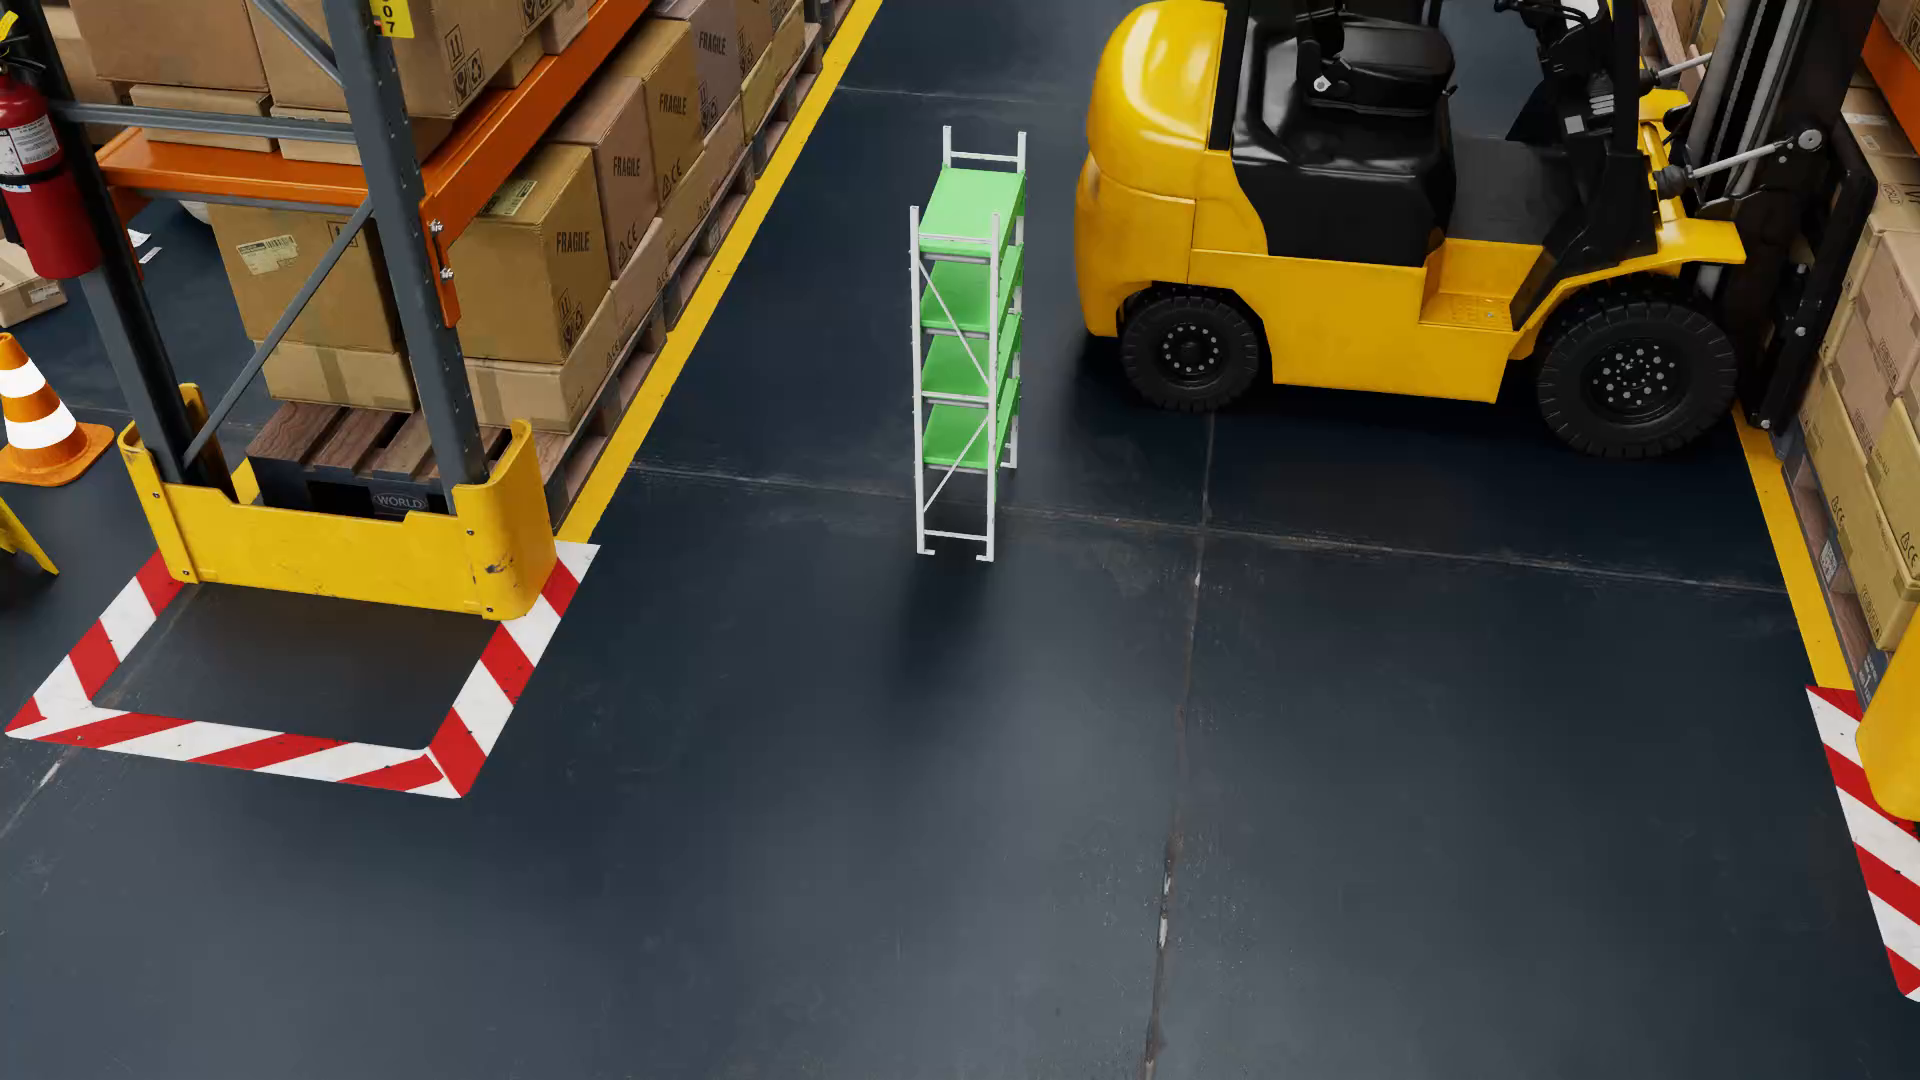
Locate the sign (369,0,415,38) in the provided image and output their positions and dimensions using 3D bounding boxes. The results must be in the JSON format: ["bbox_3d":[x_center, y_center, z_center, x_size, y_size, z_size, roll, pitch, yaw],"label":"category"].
[{"bbox_3d":[-1.326,-1.307,3.797,0.100,0.325,0.005,6,40,8],"label":"sign"}]

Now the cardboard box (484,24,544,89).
[{"bbox_3d":[-1.443,-1.444,4.840,0.380,0.149,0.250,5,40,6],"label":"cardboard box"}]

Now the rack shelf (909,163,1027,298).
[{"bbox_3d":[0.029,-0.887,4.728,0.258,0.148,0.480,6,40,8],"label":"rack shelf"}]

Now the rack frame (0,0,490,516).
[{"bbox_3d":[-1.861,-1.033,4.145,1.000,3.000,0.127,6,40,8],"label":"rack frame"}]

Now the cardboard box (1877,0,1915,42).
[{"bbox_3d":[3.119,-1.827,5.028,0.500,0.500,0.500,7,40,8],"label":"cardboard box"}]

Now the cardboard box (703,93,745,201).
[{"bbox_3d":[-1.181,-1.591,6.649,0.500,0.250,0.500,7,40,8],"label":"cardboard box"}]

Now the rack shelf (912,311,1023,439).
[{"bbox_3d":[0.029,-0.517,5.034,0.258,0.148,0.480,6,40,8],"label":"rack shelf"}]

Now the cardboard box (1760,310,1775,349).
[{"bbox_3d":[3.058,-0.872,5.779,0.500,0.250,0.500,8,40,9],"label":"cardboard box"}]

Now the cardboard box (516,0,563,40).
[{"bbox_3d":[-1.419,-1.778,4.735,0.500,0.500,0.500,8,40,9],"label":"cardboard box"}]

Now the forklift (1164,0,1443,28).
[{"bbox_3d":[1.495,-3.019,6.601,1.130,2.935,3.031,3,40,4],"label":"forklift"}]

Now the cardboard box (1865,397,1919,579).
[{"bbox_3d":[2.805,-0.123,4.480,0.500,0.250,0.500,6,40,7],"label":"cardboard box"}]

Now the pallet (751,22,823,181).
[{"bbox_3d":[-1.250,-2.043,7.556,1.003,0.211,1.213,6,40,8],"label":"pallet"}]

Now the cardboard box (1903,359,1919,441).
[{"bbox_3d":[2.801,-0.299,4.301,0.500,0.250,0.500,8,40,9],"label":"cardboard box"}]

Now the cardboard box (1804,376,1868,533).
[{"bbox_3d":[2.894,-0.231,5.004,0.500,0.250,0.500,6,40,8],"label":"cardboard box"}]

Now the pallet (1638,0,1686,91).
[{"bbox_3d":[3.810,-2.390,7.976,1.003,0.211,1.213,6,40,8],"label":"pallet"}]

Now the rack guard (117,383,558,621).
[{"bbox_3d":[-1.848,-0.117,5.000,1.175,0.500,0.348,6,40,8],"label":"rack guard"}]

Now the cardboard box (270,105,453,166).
[{"bbox_3d":[-1.598,-1.127,4.456,0.380,0.149,0.250,7,40,8],"label":"cardboard box"}]

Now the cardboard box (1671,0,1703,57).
[{"bbox_3d":[3.800,-2.574,7.543,0.875,0.625,0.625,8,40,10],"label":"cardboard box"}]

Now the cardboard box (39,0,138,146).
[{"bbox_3d":[-3.897,-2.093,7.280,0.797,0.637,0.503,6,40,8],"label":"cardboard box"}]

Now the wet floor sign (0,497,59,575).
[{"bbox_3d":[-2.947,-0.124,4.894,0.267,0.644,0.232,20,44,23],"label":"wet floor sign"}]

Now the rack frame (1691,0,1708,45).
[{"bbox_3d":[3.721,-2.998,6.523,1.000,3.000,0.127,6,40,8],"label":"rack frame"}]

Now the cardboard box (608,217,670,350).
[{"bbox_3d":[-1.353,-0.930,5.850,0.500,0.250,0.500,8,40,9],"label":"cardboard box"}]

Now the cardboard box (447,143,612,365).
[{"bbox_3d":[-1.445,-0.915,5.242,0.500,0.500,0.500,5,40,6],"label":"cardboard box"}]

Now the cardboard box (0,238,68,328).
[{"bbox_3d":[-3.624,-0.979,6.318,0.380,0.149,0.250,28,47,30],"label":"cardboard box"}]

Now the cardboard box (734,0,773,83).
[{"bbox_3d":[-1.093,-2.214,6.814,0.500,0.500,0.500,7,40,8],"label":"cardboard box"}]

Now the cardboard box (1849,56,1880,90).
[{"bbox_3d":[3.155,-1.584,5.855,0.500,0.250,0.500,8,40,9],"label":"cardboard box"}]

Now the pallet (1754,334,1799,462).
[{"bbox_3d":[3.333,-0.661,5.884,1.003,0.211,1.213,6,40,8],"label":"pallet"}]

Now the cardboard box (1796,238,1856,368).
[{"bbox_3d":[2.971,-0.763,5.254,0.500,0.250,0.500,6,40,7],"label":"cardboard box"}]

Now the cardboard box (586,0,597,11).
[{"bbox_3d":[-1.342,-1.764,5.227,0.380,0.149,0.250,7,40,9],"label":"cardboard box"}]

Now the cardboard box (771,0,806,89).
[{"bbox_3d":[-1.006,-2.245,7.439,0.500,0.250,0.500,8,40,10],"label":"cardboard box"}]

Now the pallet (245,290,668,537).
[{"bbox_3d":[-1.672,-0.512,5.704,1.003,0.211,1.213,6,40,8],"label":"pallet"}]

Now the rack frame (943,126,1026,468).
[{"bbox_3d":[0.071,-0.719,5.179,0.240,1.200,0.015,6,40,8],"label":"rack frame"}]

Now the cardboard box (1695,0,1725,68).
[{"bbox_3d":[3.333,-2.024,6.780,0.500,0.250,0.500,6,40,7],"label":"cardboard box"}]

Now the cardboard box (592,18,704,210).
[{"bbox_3d":[-1.264,-1.557,6.020,0.500,0.500,0.500,7,40,9],"label":"cardboard box"}]

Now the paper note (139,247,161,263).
[{"bbox_3d":[-3.221,-1.133,6.613,0.032,0.001,0.123,6,40,8],"label":"paper note"}]

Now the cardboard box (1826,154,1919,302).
[{"bbox_3d":[2.961,-0.938,5.074,0.500,0.250,0.500,7,40,8],"label":"cardboard box"}]

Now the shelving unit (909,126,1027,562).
[{"bbox_3d":[0.029,-0.566,4.993,0.258,1.200,0.503,6,40,8],"label":"shelving unit"}]

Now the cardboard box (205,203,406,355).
[{"bbox_3d":[-1.979,-0.956,5.292,0.500,0.500,0.500,7,40,8],"label":"cardboard box"}]
